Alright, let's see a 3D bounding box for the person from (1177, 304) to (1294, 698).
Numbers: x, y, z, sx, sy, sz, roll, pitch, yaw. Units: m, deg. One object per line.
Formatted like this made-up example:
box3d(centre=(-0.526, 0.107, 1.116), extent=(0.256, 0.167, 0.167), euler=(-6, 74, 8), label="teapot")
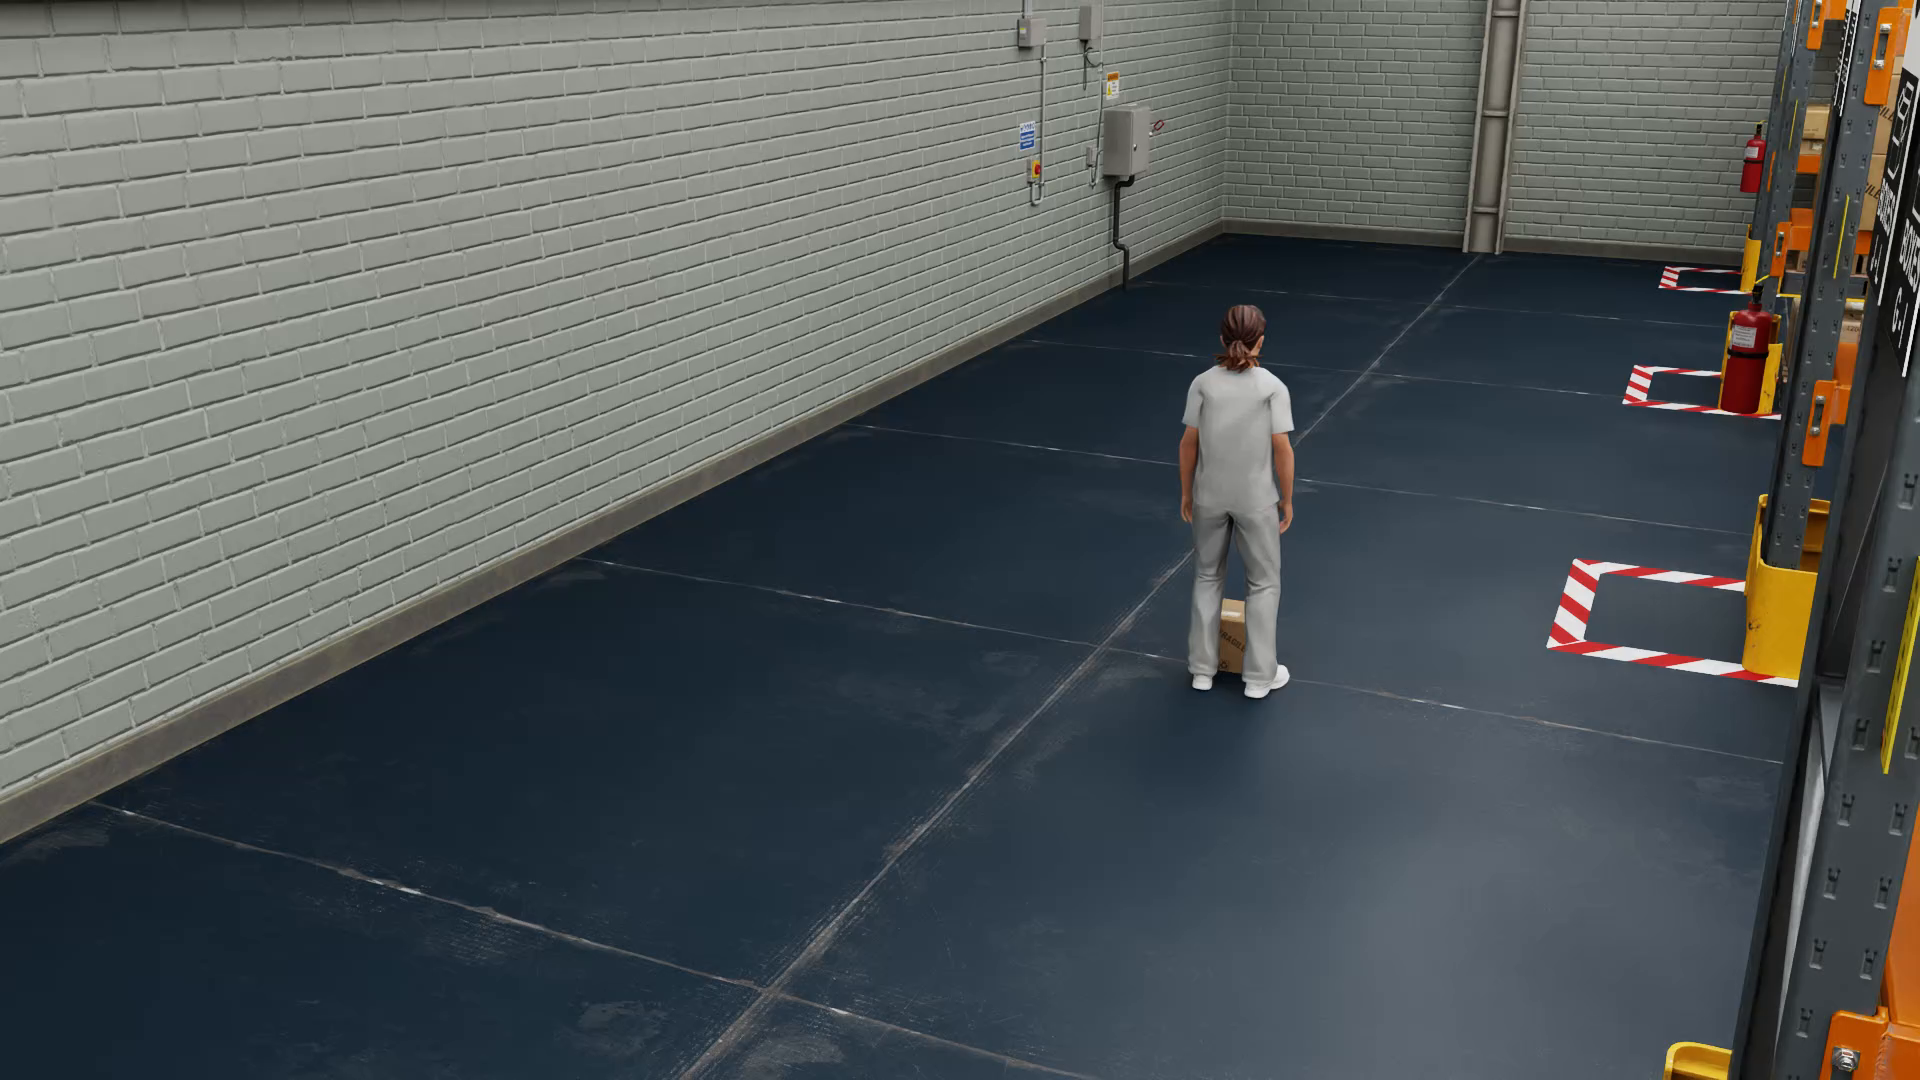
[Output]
box3d(centre=(1.168, -0.139, 7.035), extent=(0.508, 1.629, 0.359), euler=(7, 20, 20), label="person")
